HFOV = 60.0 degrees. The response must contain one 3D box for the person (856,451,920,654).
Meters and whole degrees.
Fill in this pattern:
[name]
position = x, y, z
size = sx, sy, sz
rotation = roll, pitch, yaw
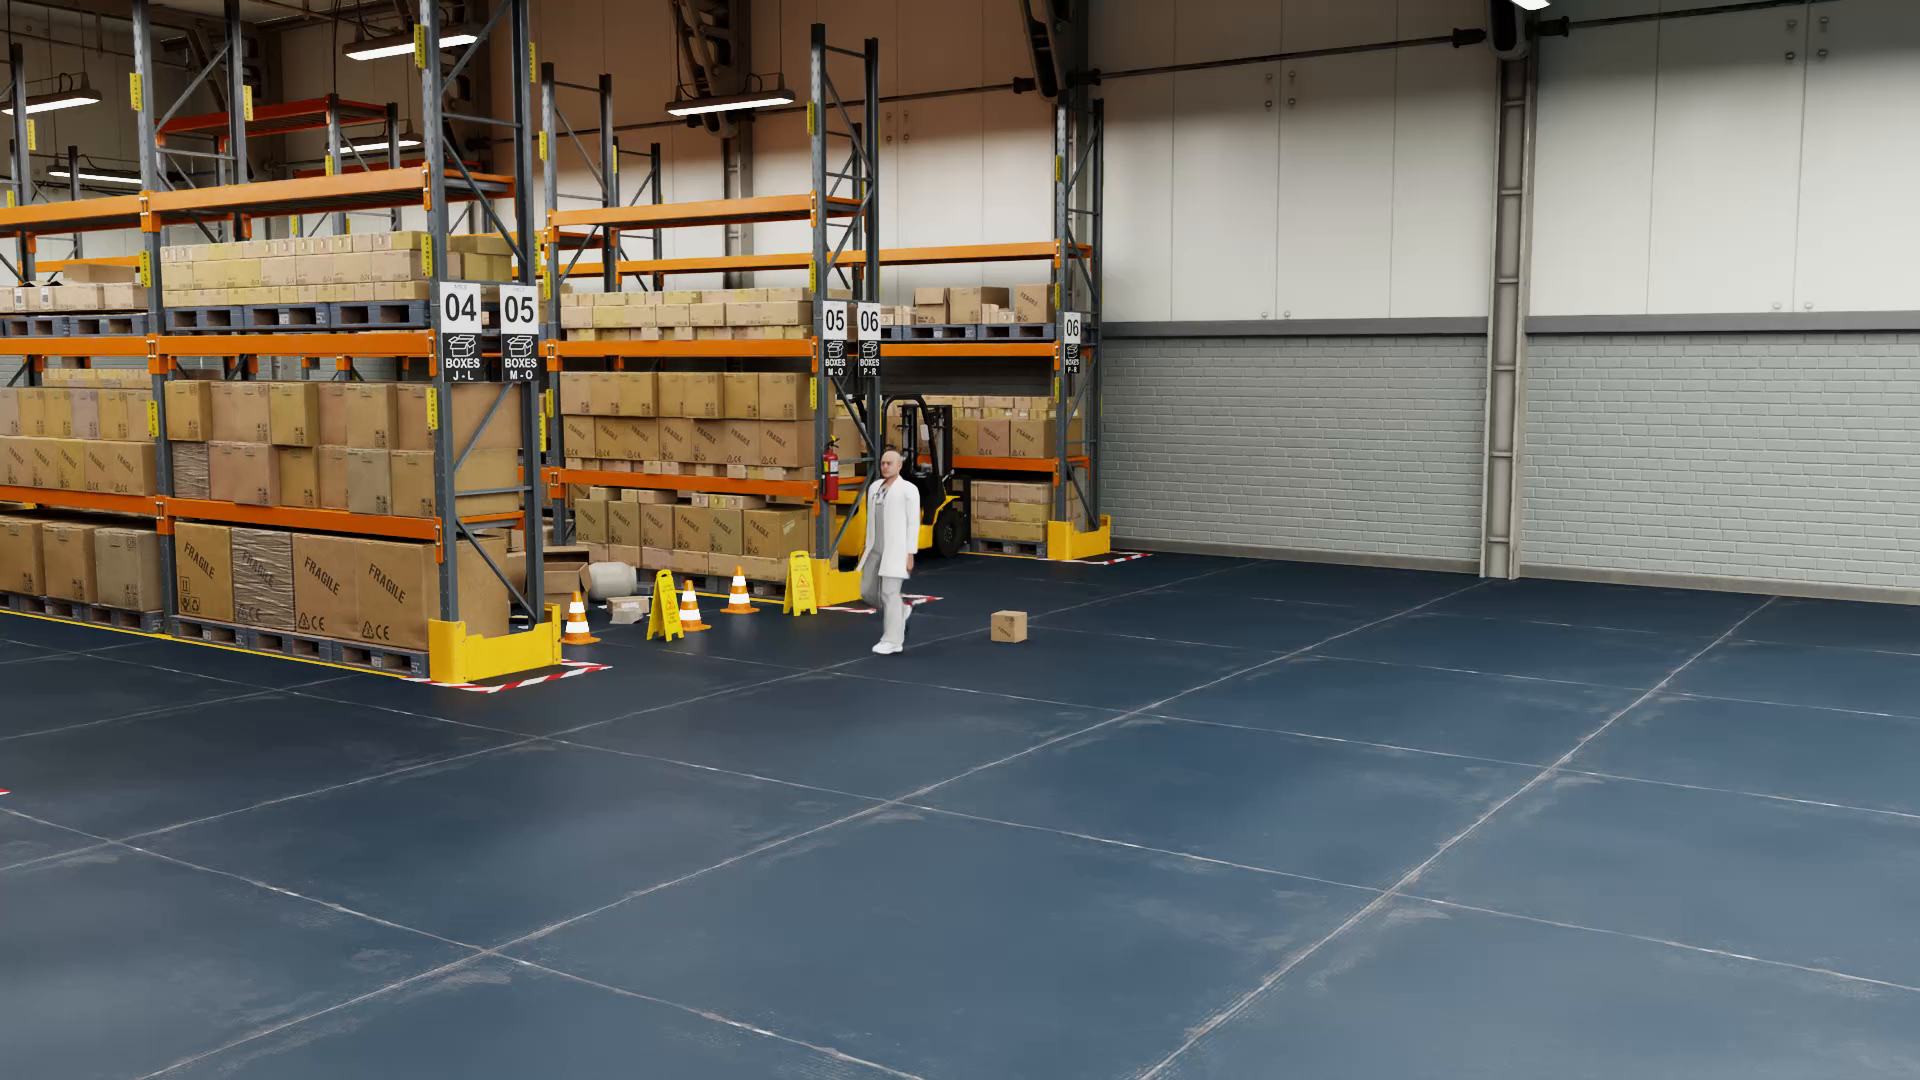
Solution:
[person]
position = -0.597, 0.093, 14.644
size = 0.599, 1.766, 0.660
rotation = 5, 8, 37
